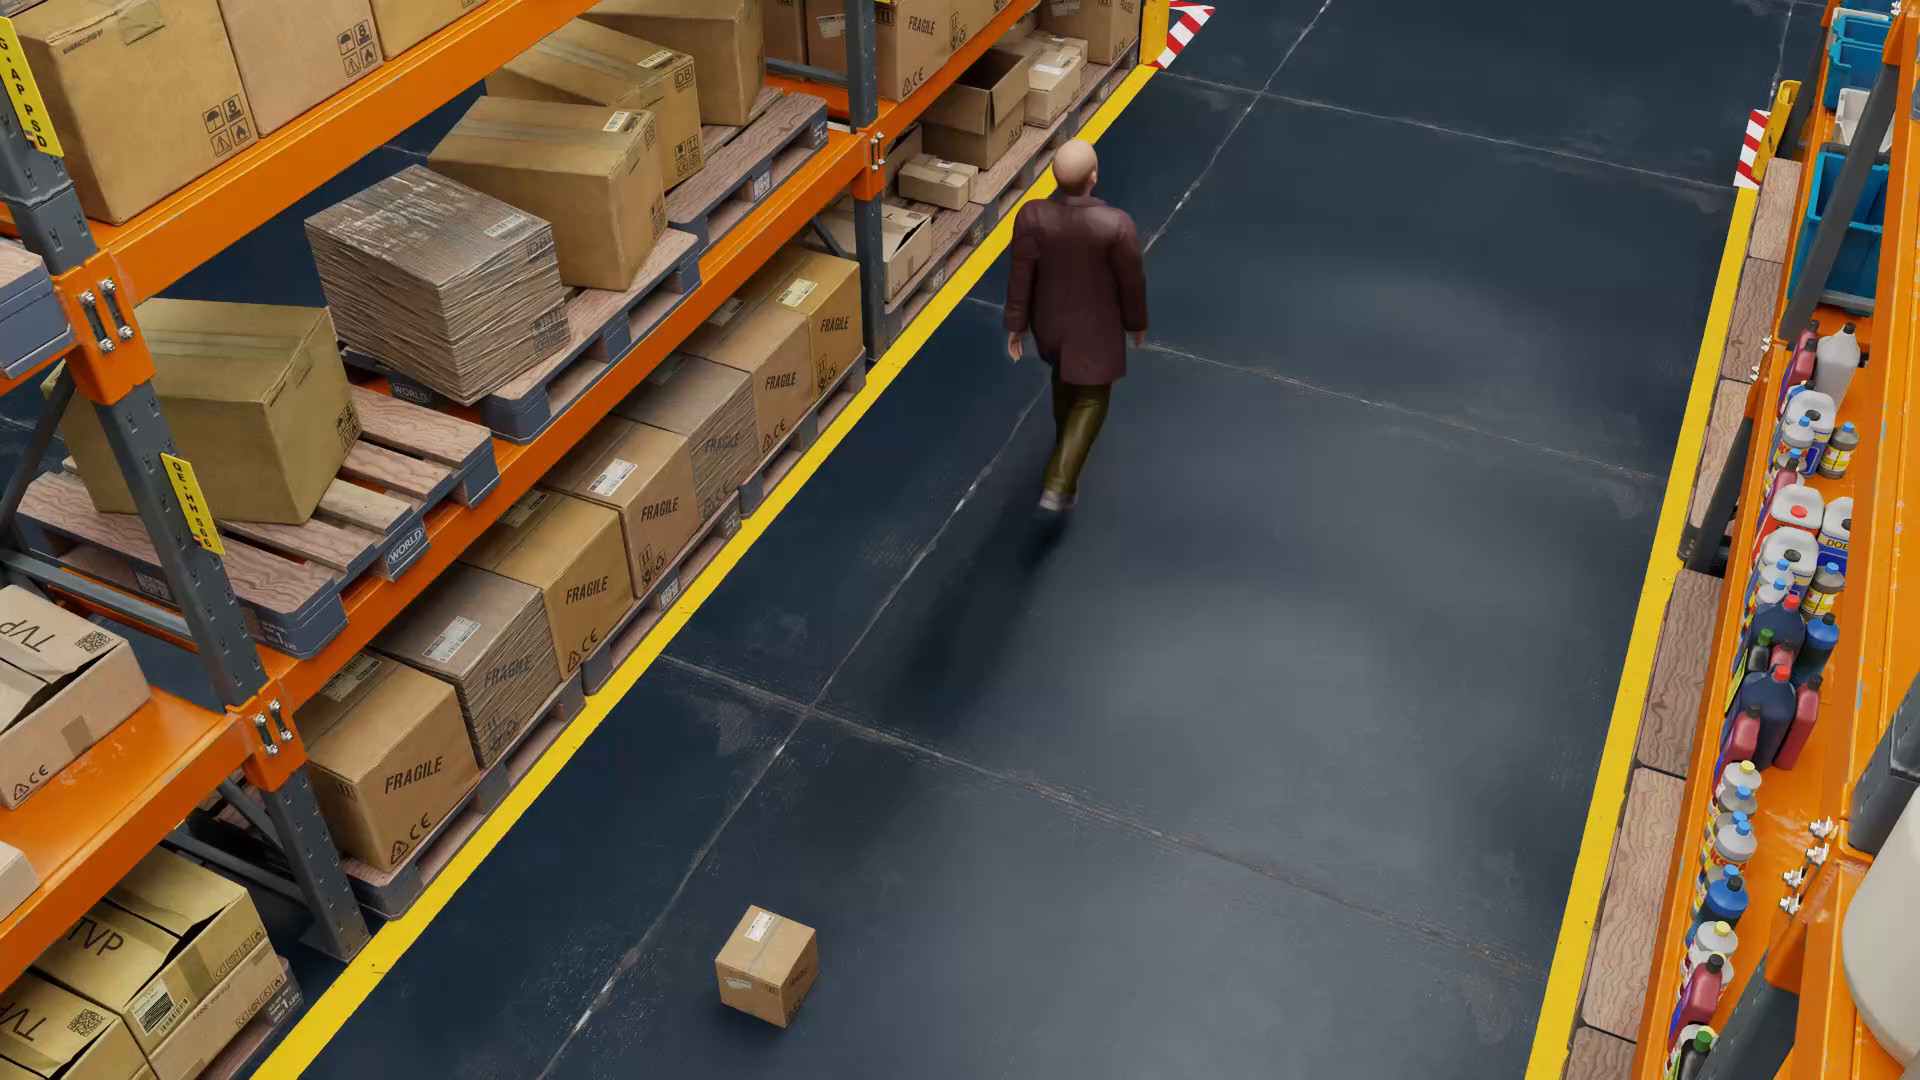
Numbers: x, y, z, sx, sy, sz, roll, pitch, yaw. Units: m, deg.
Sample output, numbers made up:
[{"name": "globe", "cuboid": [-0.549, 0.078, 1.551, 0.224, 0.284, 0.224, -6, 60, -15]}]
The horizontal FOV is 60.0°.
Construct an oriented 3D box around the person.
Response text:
[{"name": "person", "cuboid": [0.504, -0.944, 7.231, 0.605, 1.741, 1.012, 15, 44, 16]}]
